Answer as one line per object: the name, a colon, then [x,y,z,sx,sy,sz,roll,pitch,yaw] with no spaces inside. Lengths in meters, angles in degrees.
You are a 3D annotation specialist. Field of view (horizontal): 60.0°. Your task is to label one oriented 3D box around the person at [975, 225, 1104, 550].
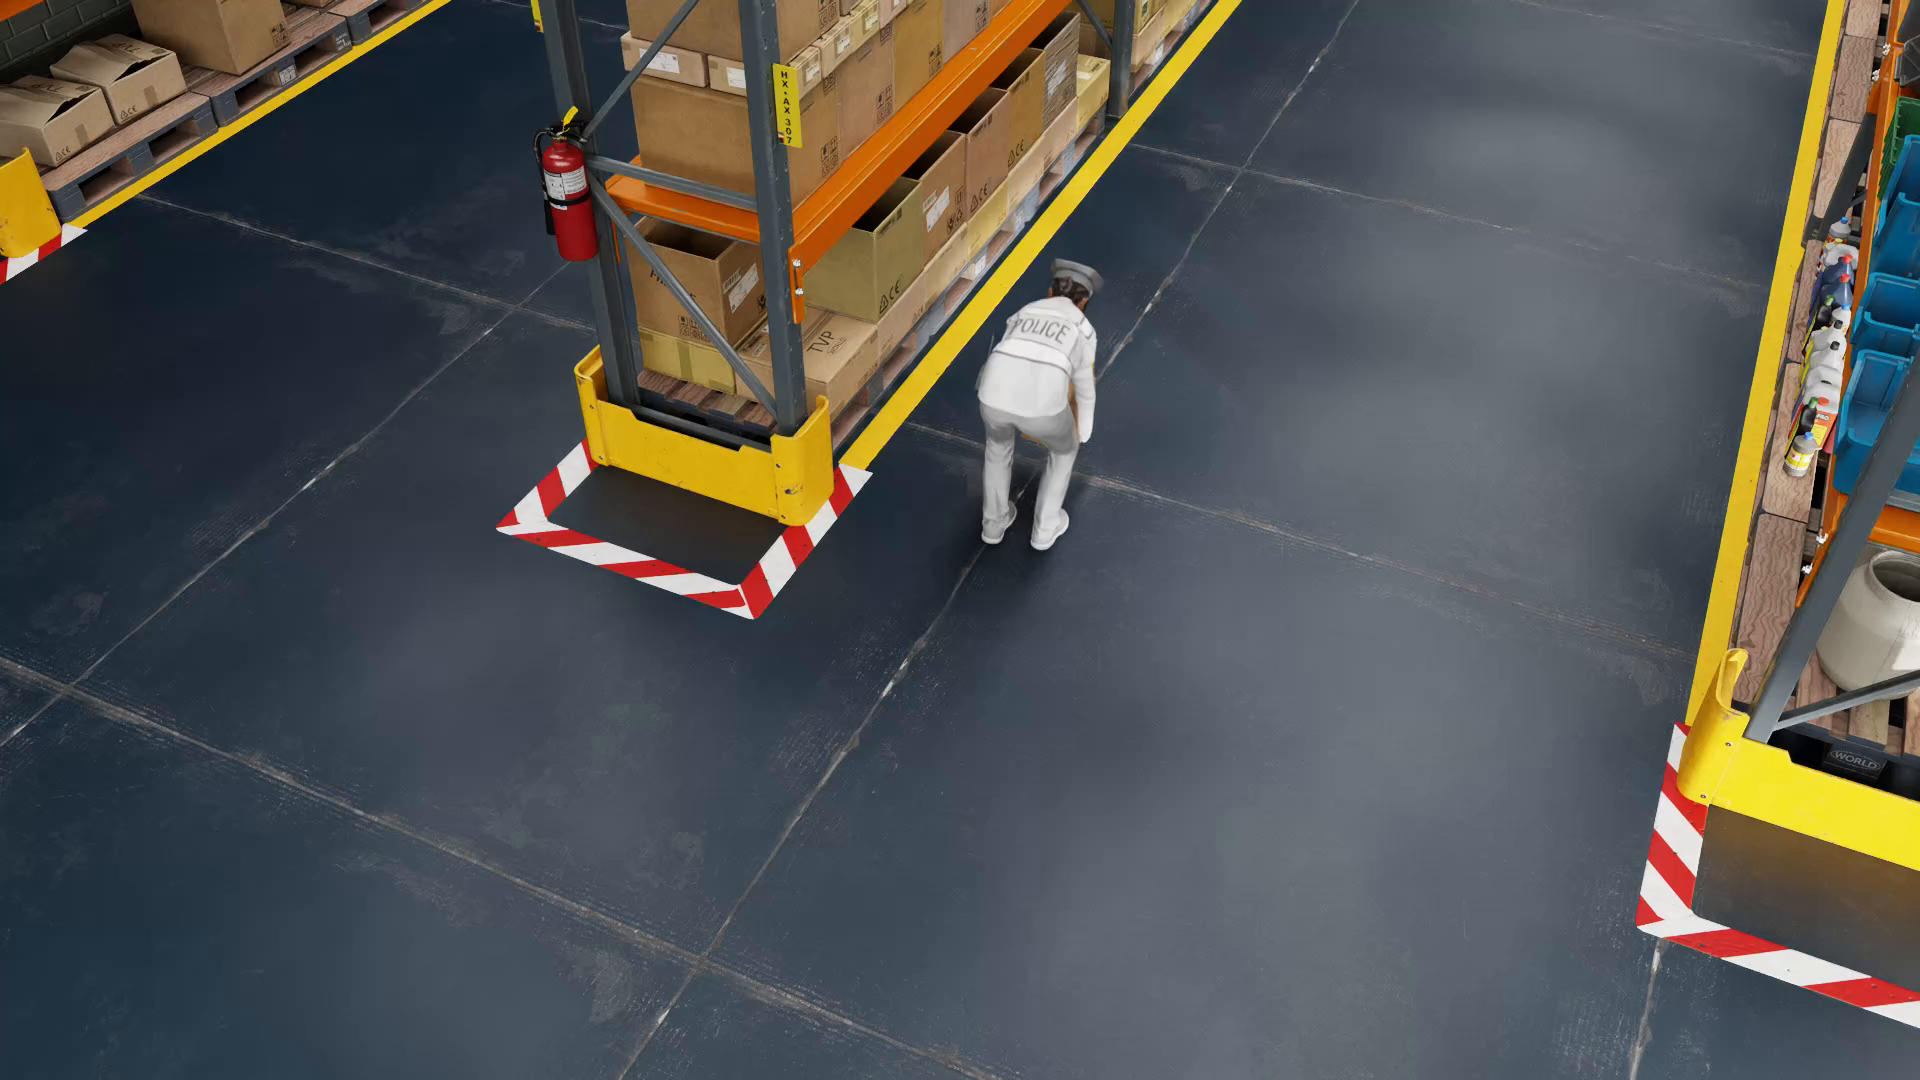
person: [0.360,-0.643,7.139,0.397,1.306,0.887,15,44,16]
